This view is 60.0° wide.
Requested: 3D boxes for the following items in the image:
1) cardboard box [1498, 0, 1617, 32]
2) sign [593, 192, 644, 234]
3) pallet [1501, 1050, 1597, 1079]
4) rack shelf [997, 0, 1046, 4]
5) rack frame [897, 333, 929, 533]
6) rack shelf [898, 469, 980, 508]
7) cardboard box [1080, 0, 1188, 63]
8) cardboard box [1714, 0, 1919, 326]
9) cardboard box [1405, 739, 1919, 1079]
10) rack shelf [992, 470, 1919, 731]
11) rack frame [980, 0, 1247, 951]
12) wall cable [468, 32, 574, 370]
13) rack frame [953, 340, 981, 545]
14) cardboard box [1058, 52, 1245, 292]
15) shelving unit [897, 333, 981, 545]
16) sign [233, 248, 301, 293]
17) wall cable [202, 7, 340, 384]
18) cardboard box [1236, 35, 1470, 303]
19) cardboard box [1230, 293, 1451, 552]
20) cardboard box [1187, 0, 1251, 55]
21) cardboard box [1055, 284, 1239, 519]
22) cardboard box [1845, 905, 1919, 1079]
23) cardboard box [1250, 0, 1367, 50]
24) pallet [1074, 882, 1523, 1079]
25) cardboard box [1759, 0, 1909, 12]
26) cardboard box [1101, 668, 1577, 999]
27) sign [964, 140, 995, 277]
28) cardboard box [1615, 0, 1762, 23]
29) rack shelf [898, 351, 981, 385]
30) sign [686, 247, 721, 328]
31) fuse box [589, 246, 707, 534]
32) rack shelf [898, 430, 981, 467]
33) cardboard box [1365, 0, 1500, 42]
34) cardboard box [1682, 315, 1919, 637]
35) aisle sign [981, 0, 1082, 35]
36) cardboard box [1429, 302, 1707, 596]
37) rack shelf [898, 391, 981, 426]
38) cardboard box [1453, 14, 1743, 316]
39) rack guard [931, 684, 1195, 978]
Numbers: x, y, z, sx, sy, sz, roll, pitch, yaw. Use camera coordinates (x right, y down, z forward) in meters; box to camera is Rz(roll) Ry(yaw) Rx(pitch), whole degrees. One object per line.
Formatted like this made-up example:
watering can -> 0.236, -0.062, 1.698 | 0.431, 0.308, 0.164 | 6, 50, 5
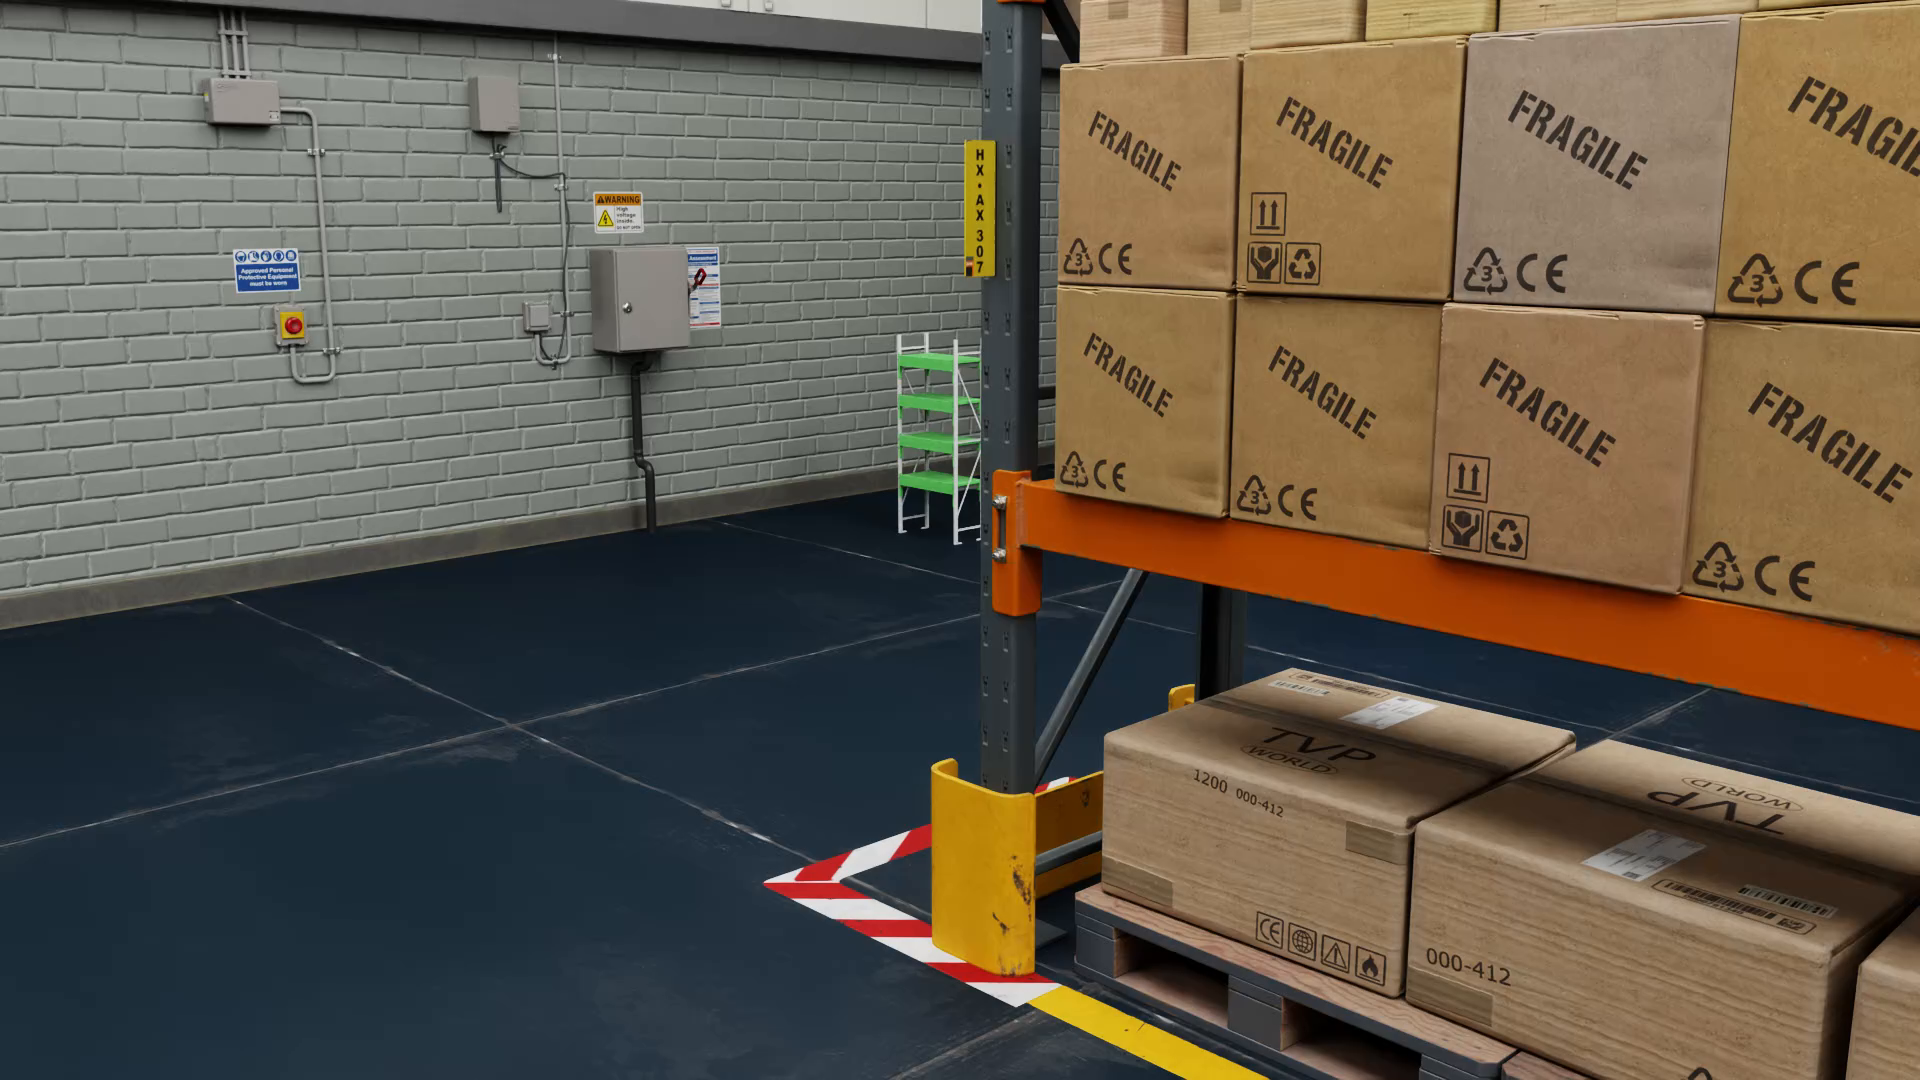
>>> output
cardboard box -> 1.242, -1.038, 3.183 | 0.380, 0.149, 0.250 | -11, 16, -42
sign -> -2.020, -1.939, 9.844 | 0.339, 0.242, 0.001 | -11, 16, -43
pallet -> 1.901, 1.228, 3.426 | 1.003, 0.211, 1.213 | -11, 16, -43
rack shelf -> 1.835, -1.246, 2.875 | 1.077, 0.370, 4.000 | -11, 16, -43
rack frame -> -0.283, -0.647, 10.080 | 0.240, 1.200, 0.015 | -11, 16, -43
rack shelf -> -0.114, -0.314, 9.969 | 0.258, 0.148, 0.480 | -11, 16, -43
cardboard box -> 0.499, -1.187, 3.907 | 0.380, 0.149, 0.250 | -10, 16, -41
cardboard box -> 1.648, -0.629, 2.805 | 0.500, 0.500, 0.500 | -11, 16, -42
cardboard box -> 1.620, 0.843, 3.695 | 0.875, 0.438, 0.875 | -10, 16, -41
rack shelf -> 1.835, 0.223, 3.178 | 1.077, 0.370, 4.000 | -11, 16, -43
rack frame -> 0.454, -0.421, 4.522 | 1.000, 3.000, 0.127 | -11, 16, -43
wall cable -> -2.439, -1.938, 9.365 | 0.588, 1.984, 0.122 | -11, 16, -43
rack frame -> 0.054, -0.576, 9.735 | 0.240, 1.200, 0.015 | -11, 16, -43
cardboard box -> 0.580, -0.850, 3.878 | 0.500, 0.500, 0.500 | -11, 16, -44
shelving unit -> -0.114, -0.612, 9.908 | 0.258, 1.200, 0.503 | -11, 16, -43
sign -> -3.534, -1.375, 8.484 | 0.327, 0.218, 0.001 | -11, 16, -43
wall cable -> -3.457, -1.754, 8.395 | 0.585, 1.953, 0.123 | -11, 16, -43
cardboard box -> 0.941, -0.776, 3.517 | 0.500, 0.500, 0.500 | 11, 16, 44
cardboard box -> 0.947, -0.290, 3.638 | 0.500, 0.500, 0.500 | -11, 16, -43
cardboard box -> 0.732, -1.159, 3.769 | 0.380, 0.149, 0.250 | -10, 16, -41
cardboard box -> 0.578, -0.360, 3.977 | 0.500, 0.500, 0.500 | -11, 16, -43
cardboard box -> 2.242, 0.975, 3.056 | 0.875, 0.438, 0.875 | 11, 16, 43
cardboard box -> 0.828, -1.105, 3.507 | 0.380, 0.149, 0.250 | -10, 15, -41
pallet -> 1.063, 1.051, 4.290 | 1.003, 0.211, 1.213 | -11, 16, -43
cardboard box -> 1.540, -0.955, 2.780 | 0.250, 0.149, 0.380 | 11, 16, 44
cardboard box -> 0.982, 0.711, 4.338 | 0.875, 0.438, 0.875 | 11, 16, 43
sign -> 0.049, -0.807, 4.055 | 0.100, 0.325, 0.005 | -11, 16, -43
cardboard box -> 1.384, -0.996, 2.978 | 0.380, 0.149, 0.250 | -11, 16, -42
rack shelf -> -0.114, -1.019, 9.824 | 0.258, 0.148, 0.480 | -11, 16, -43
sign -> -1.622, -1.565, 10.308 | 0.329, 0.494, 0.001 | -11, 16, -43
fuse box -> -1.837, -0.881, 9.948 | 0.539, 1.711, 0.414 | -11, 16, -43
rack shelf -> -0.114, -0.549, 9.921 | 0.258, 0.148, 0.480 | -11, 16, -43
cardboard box -> 1.023, -1.069, 3.333 | 0.250, 0.149, 0.380 | 11, 16, 43
cardboard box -> 1.644, -0.143, 2.922 | 0.500, 0.500, 0.500 | -10, 15, -41
aisle sign -> 0.195, -1.664, 4.114 | 0.394, 0.787, 0.004 | -11, 16, -43
cardboard box -> 1.286, -0.213, 3.265 | 0.500, 0.500, 0.500 | -11, 16, -43
rack shelf -> -0.114, -0.784, 9.872 | 0.258, 0.148, 0.480 | -11, 16, -43
cardboard box -> 1.303, -0.702, 3.157 | 0.500, 0.500, 0.500 | -11, 16, -43
rack guard -> 0.438, 0.800, 4.791 | 1.175, 0.500, 0.348 | -11, 16, -43
